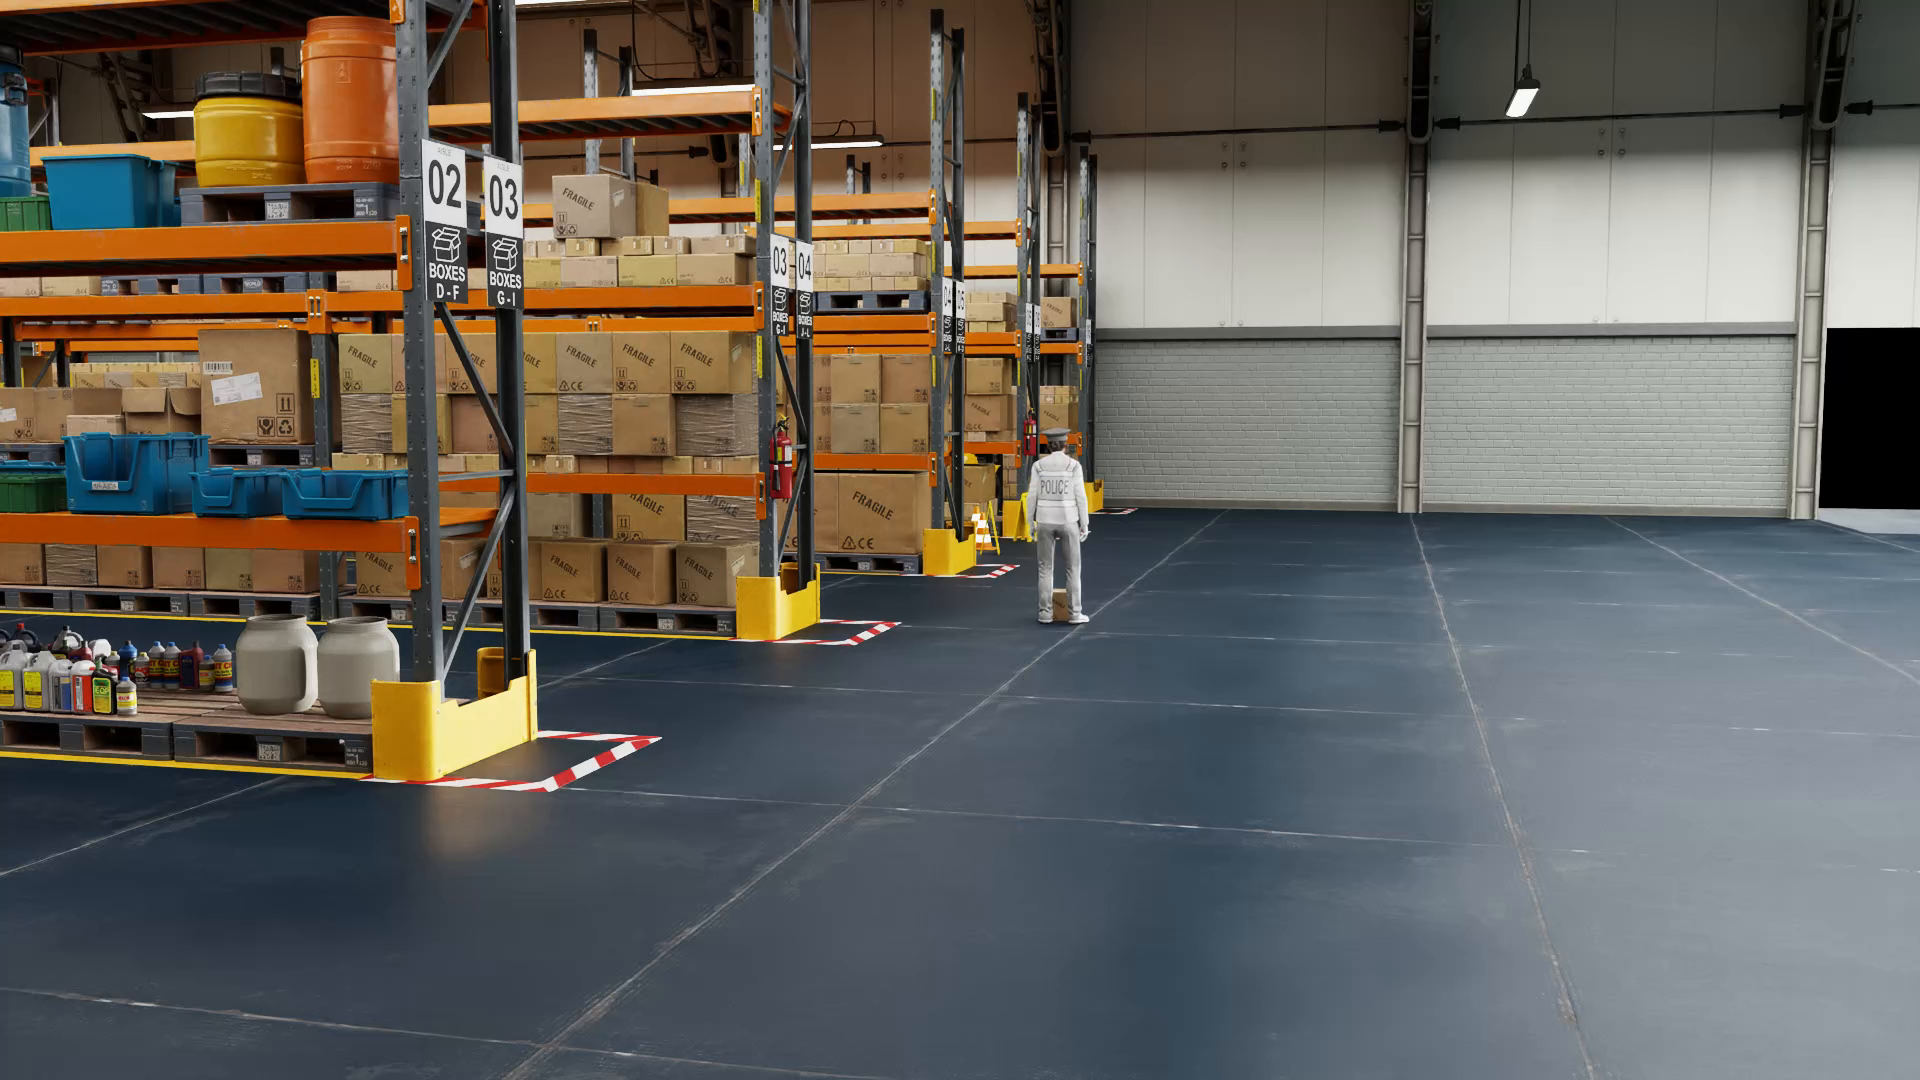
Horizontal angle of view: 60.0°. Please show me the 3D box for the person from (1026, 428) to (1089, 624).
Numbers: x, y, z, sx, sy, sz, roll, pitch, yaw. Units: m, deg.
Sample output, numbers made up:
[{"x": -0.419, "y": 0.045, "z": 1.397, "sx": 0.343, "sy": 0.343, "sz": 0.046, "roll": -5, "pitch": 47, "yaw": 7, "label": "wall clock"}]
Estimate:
[{"x": 0.831, "y": -0.120, "z": 14.145, "sx": 0.530, "sy": 1.663, "sz": 0.376, "roll": 1, "pitch": 5, "yaw": 13, "label": "person"}]
